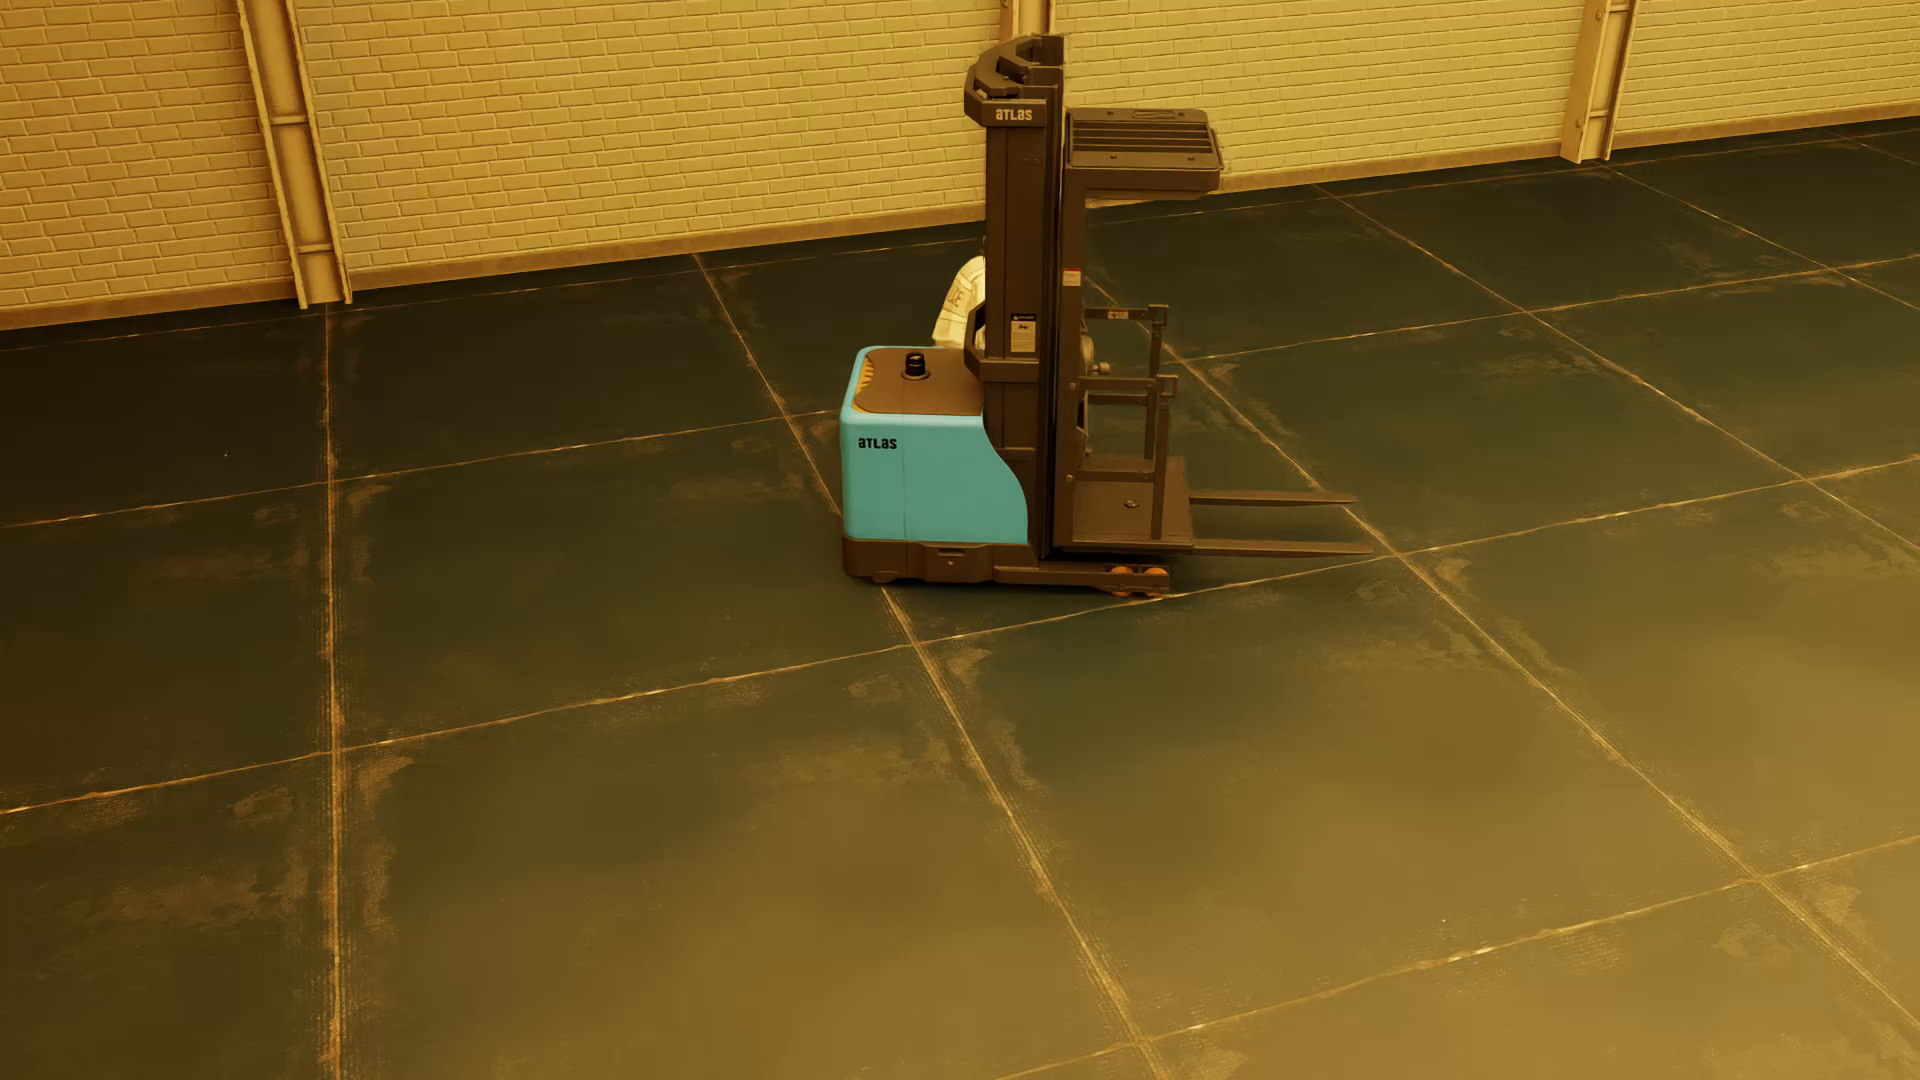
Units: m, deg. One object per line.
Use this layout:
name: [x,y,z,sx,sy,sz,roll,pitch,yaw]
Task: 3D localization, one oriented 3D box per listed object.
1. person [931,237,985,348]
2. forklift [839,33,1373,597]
person: [0.274,-1.280,10.824,0.863,1.422,0.883,-12,32,-20]
forklift: [0.861,-1.219,9.206,3.031,2.935,1.130,2,30,3]
